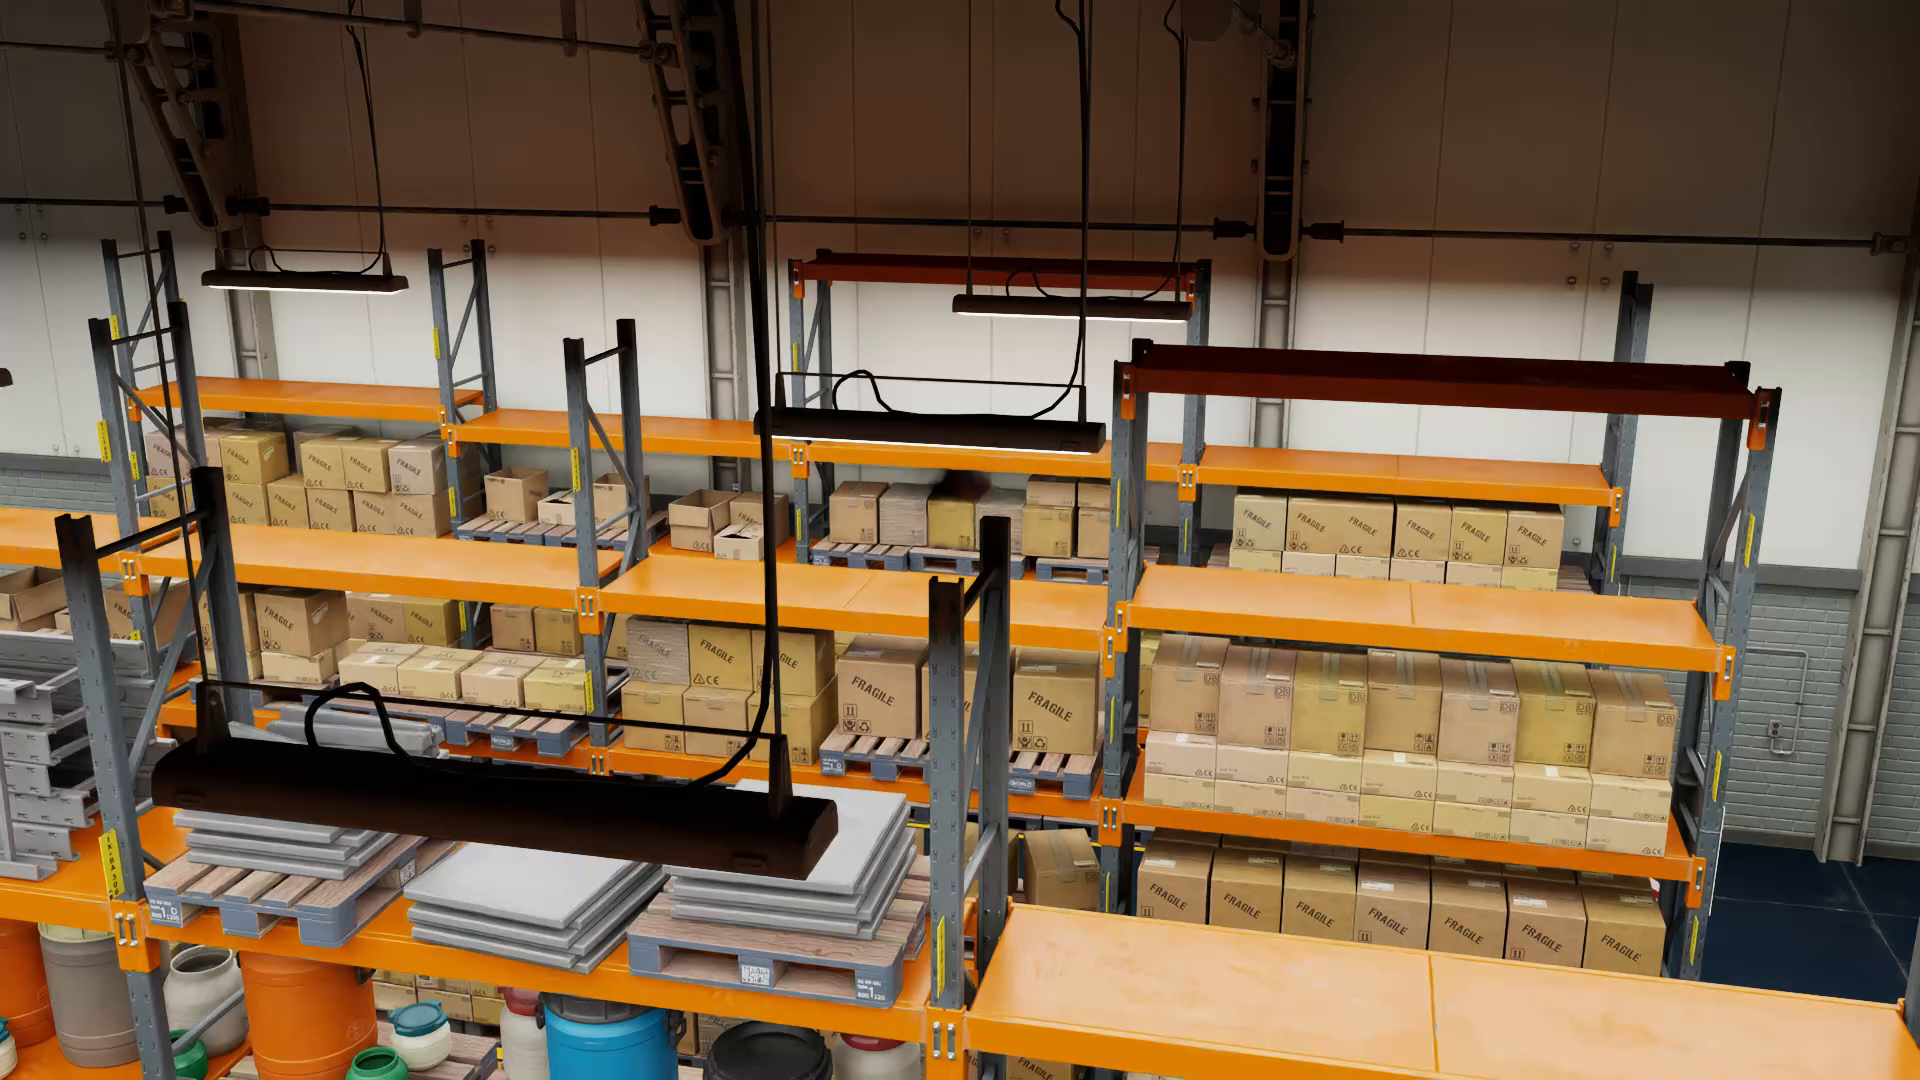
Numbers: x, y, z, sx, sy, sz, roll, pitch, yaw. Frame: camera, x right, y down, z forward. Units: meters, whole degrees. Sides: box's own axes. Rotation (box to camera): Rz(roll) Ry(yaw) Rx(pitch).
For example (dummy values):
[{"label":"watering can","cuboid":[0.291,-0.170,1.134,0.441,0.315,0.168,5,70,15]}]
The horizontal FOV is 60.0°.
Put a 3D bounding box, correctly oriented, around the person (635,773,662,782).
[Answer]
[{"label":"person","cuboid":[-2.992,2.806,15.935,0.458,1.612,0.336,-2,16,-7]}]
